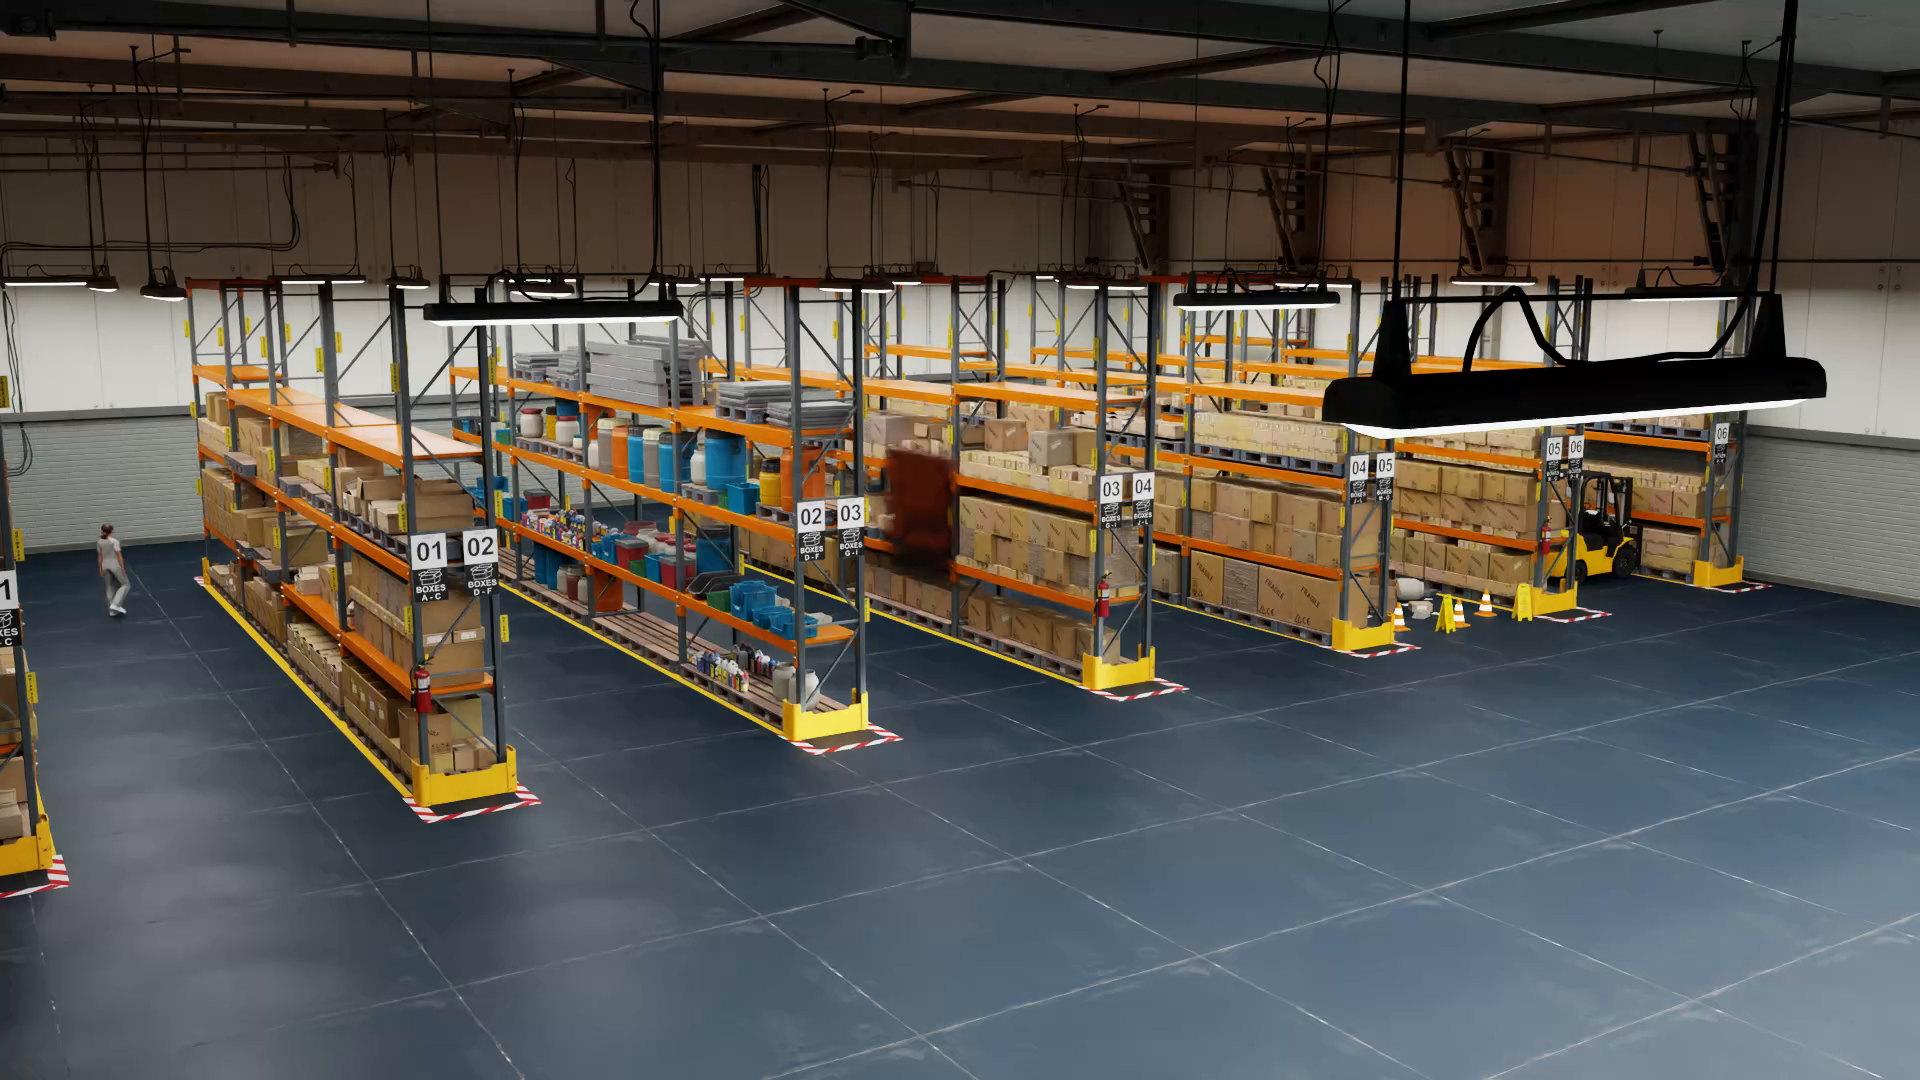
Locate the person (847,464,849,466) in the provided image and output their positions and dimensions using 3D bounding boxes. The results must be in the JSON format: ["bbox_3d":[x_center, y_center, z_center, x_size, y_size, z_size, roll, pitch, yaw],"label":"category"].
[{"bbox_3d":[-2.670,-1.010,39.133,0.502,1.588,1.022,-7,12,-34],"label":"person"}]

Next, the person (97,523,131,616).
[{"bbox_3d":[-15.231,0.535,29.822,0.483,1.672,0.480,1,10,8],"label":"person"}]
